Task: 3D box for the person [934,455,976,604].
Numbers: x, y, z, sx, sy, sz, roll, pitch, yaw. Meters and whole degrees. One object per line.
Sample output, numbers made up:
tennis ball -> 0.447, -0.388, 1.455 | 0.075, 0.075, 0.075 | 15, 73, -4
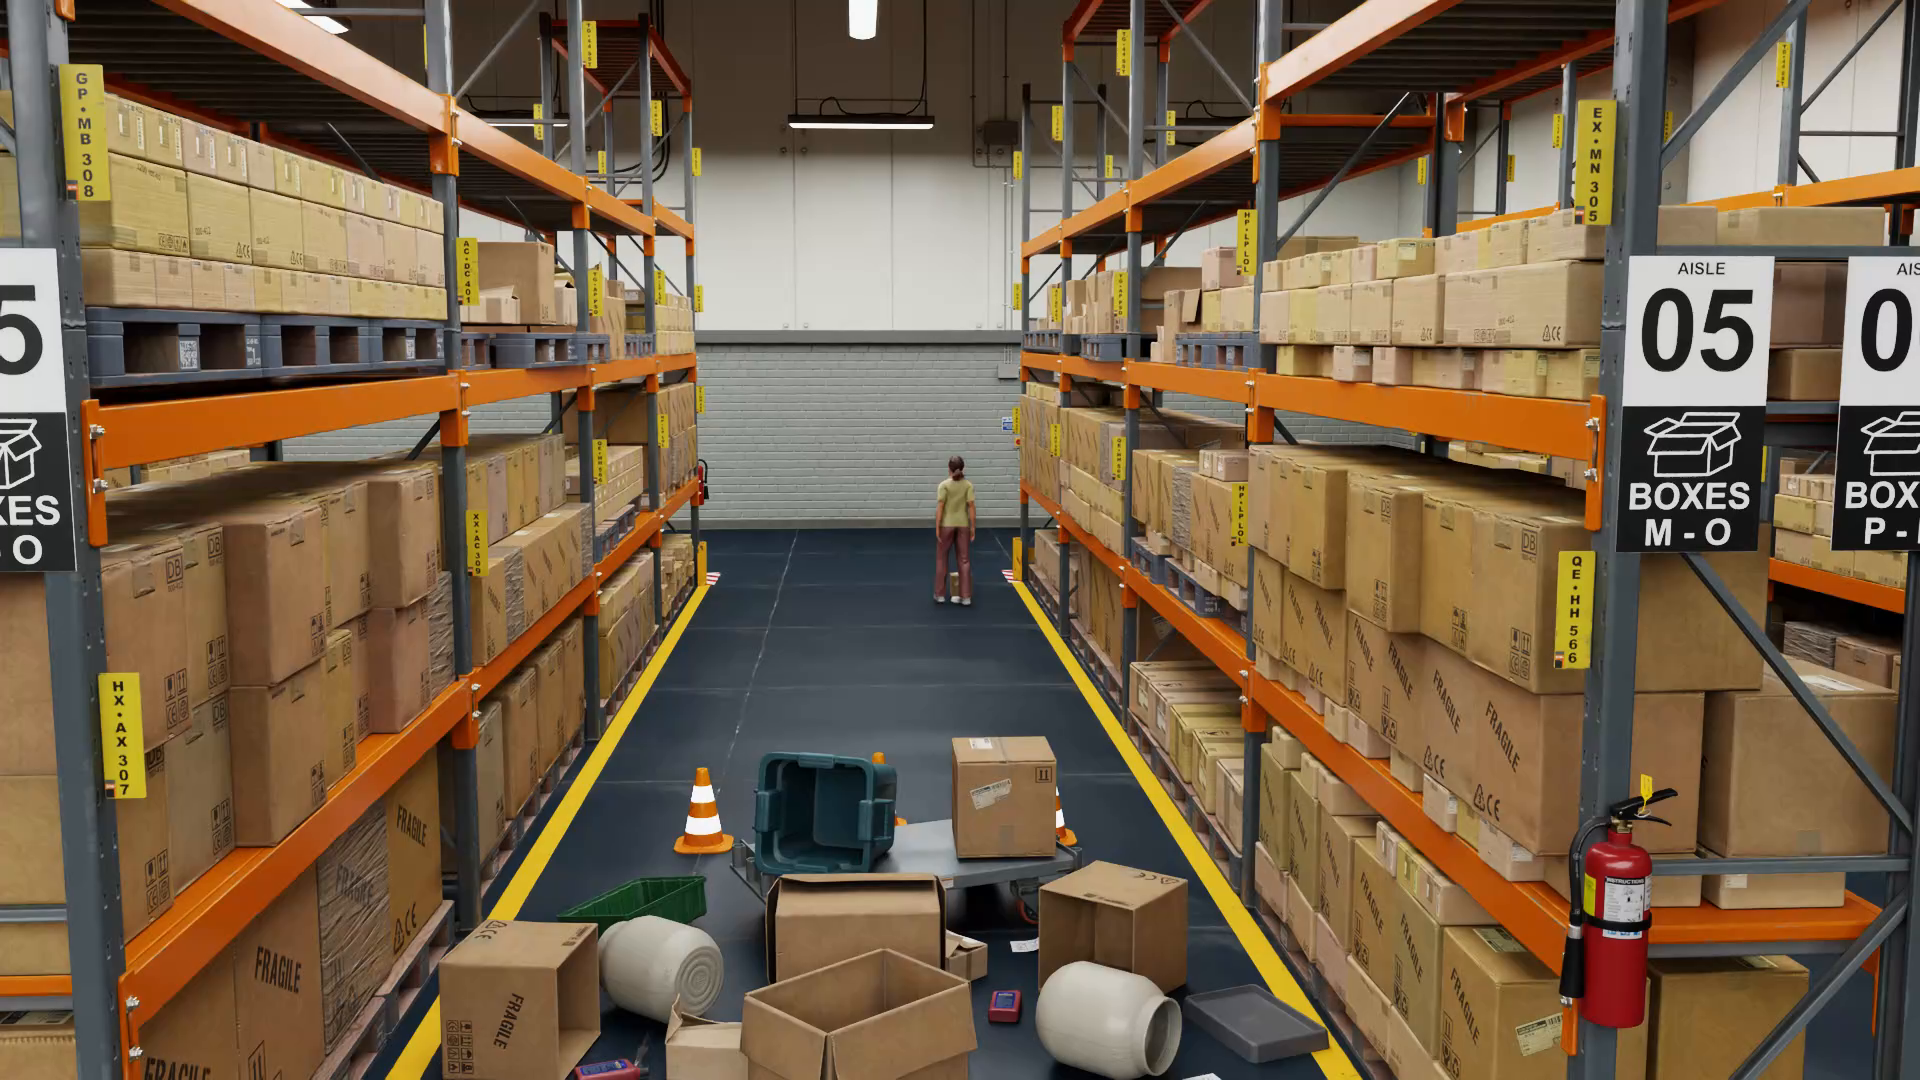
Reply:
person -> -0.075, -0.128, 18.757 | 0.453, 1.666, 0.560 | -2, 7, -14
